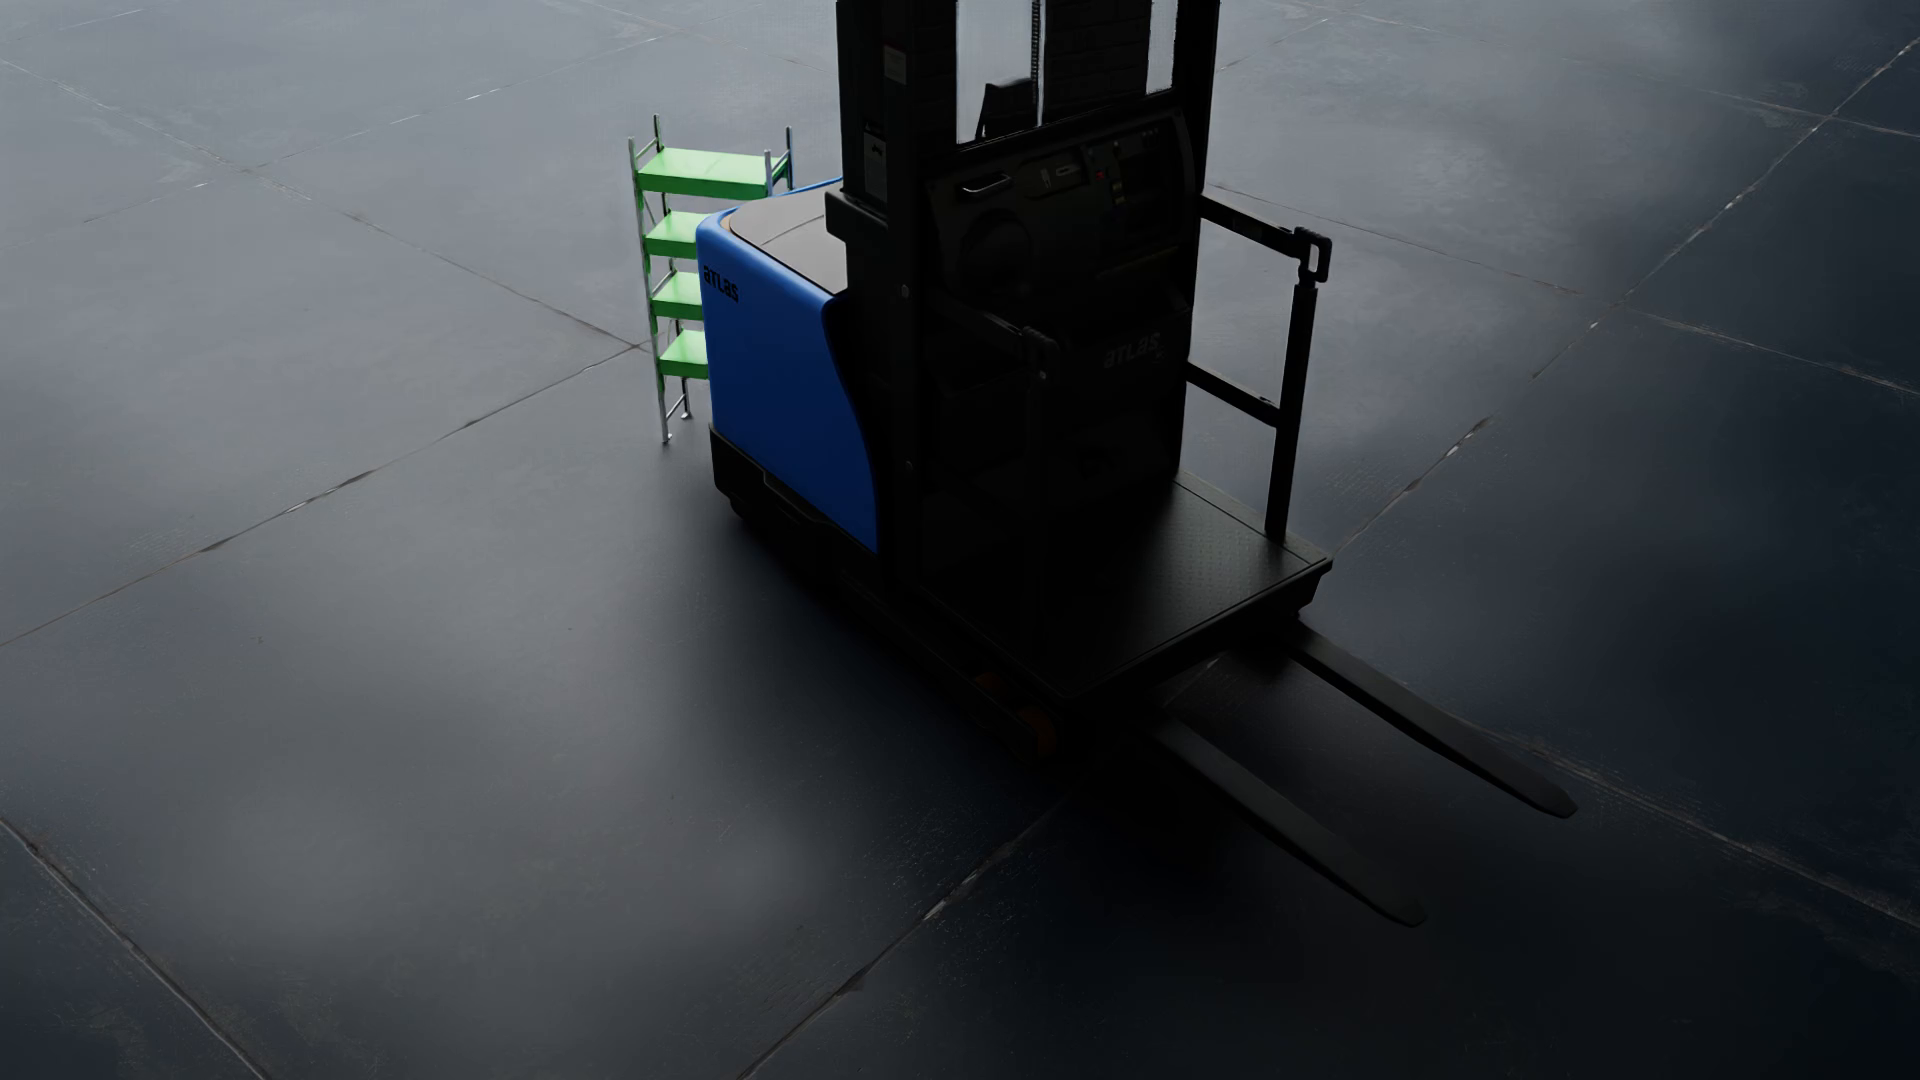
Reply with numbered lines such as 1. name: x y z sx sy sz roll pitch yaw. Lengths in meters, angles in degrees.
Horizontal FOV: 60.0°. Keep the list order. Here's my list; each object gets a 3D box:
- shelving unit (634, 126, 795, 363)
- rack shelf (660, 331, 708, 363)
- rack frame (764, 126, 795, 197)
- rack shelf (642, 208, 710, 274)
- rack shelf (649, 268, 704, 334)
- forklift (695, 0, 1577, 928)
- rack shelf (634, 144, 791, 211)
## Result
1. shelving unit: -0.848 -0.896 6.015 0.492 1.200 0.258 8 35 11
2. rack shelf: -0.853 -0.691 6.158 0.457 0.021 0.221 8 35 11
3. rack frame: -0.616 -0.864 5.968 0.015 1.200 0.240 8 35 11
4. rack shelf: -0.853 -1.042 5.916 0.480 0.148 0.258 8 35 11
5. rack shelf: -0.853 -0.845 6.052 0.480 0.148 0.258 8 35 11
6. forklift: 0.425 -0.881 4.463 1.130 2.935 3.031 -24 41 -31
7. rack shelf: -0.853 -1.240 5.781 0.480 0.148 0.258 8 35 11
